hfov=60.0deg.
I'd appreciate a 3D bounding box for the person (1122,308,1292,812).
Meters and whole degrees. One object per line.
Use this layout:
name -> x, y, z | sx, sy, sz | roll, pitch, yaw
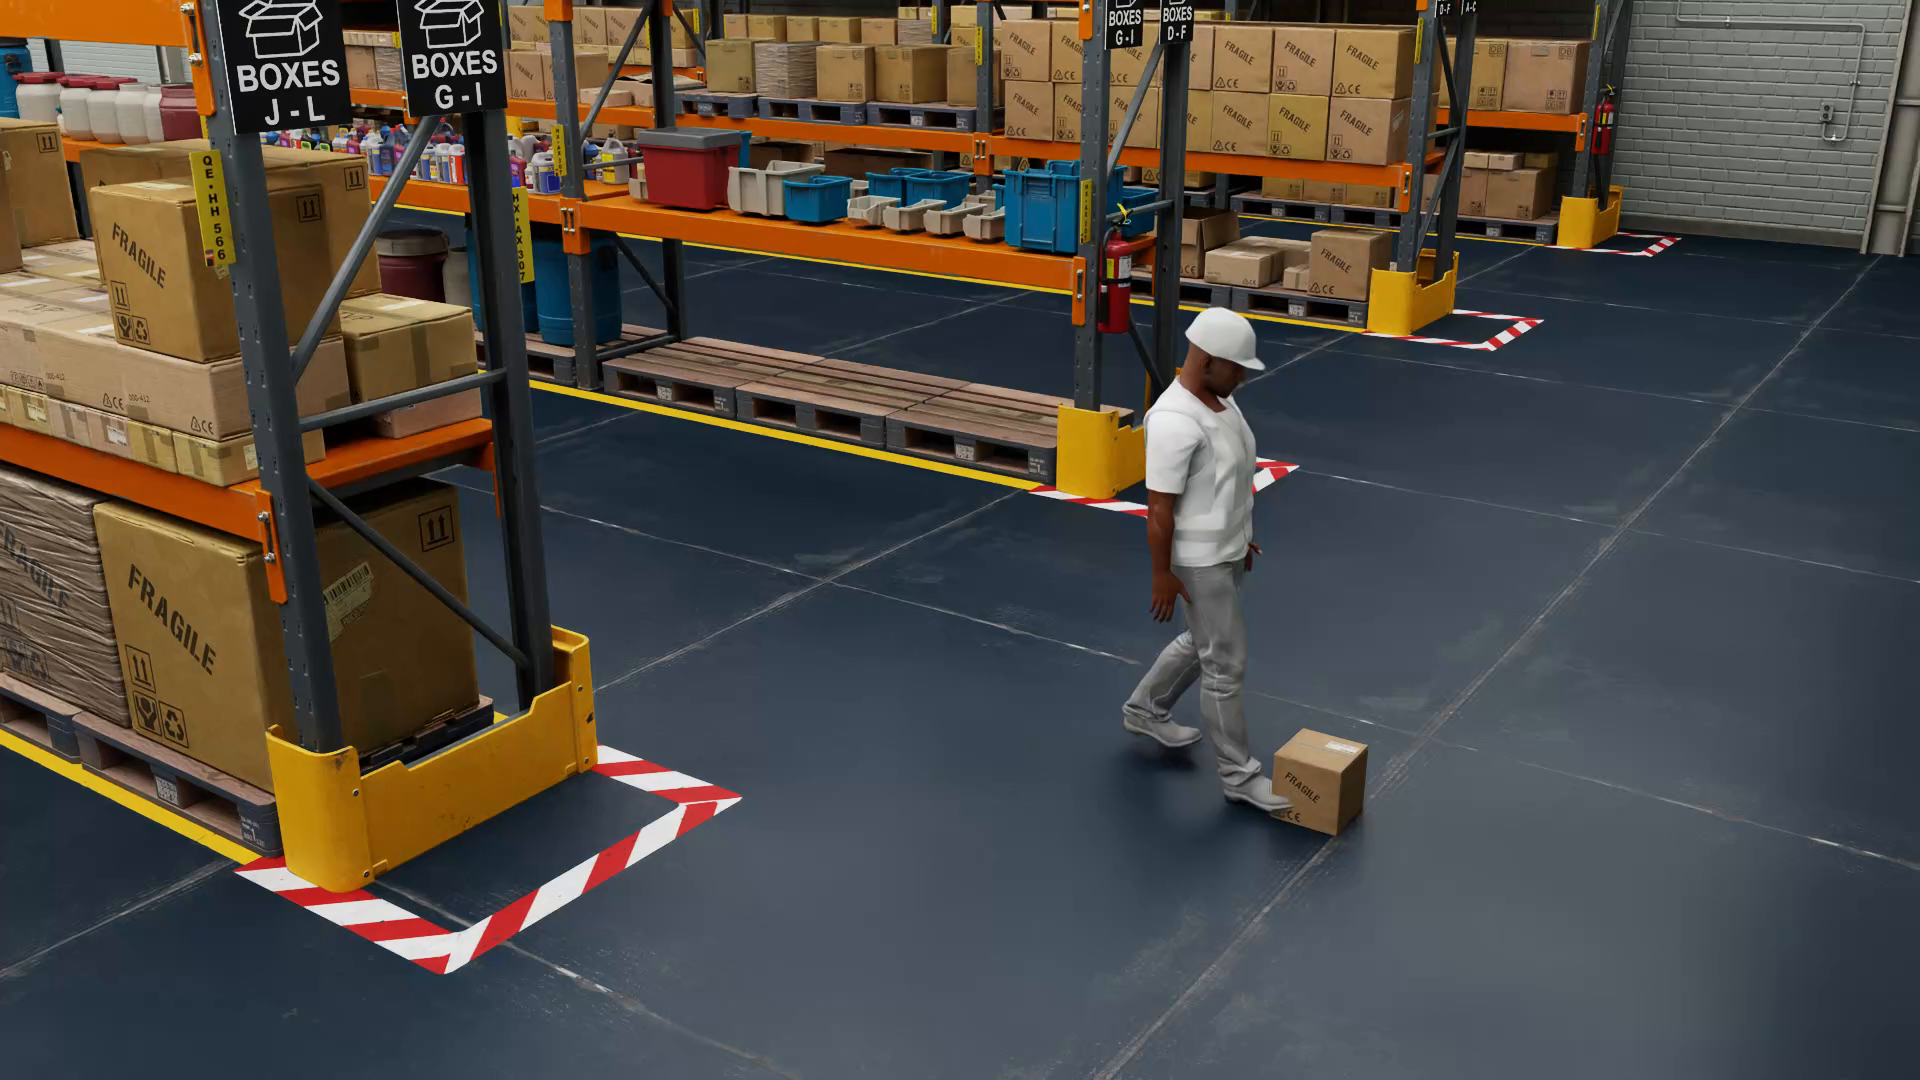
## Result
person -> 0.929, 0.046, 5.883 | 0.772, 1.752, 0.617 | 9, 22, 24
